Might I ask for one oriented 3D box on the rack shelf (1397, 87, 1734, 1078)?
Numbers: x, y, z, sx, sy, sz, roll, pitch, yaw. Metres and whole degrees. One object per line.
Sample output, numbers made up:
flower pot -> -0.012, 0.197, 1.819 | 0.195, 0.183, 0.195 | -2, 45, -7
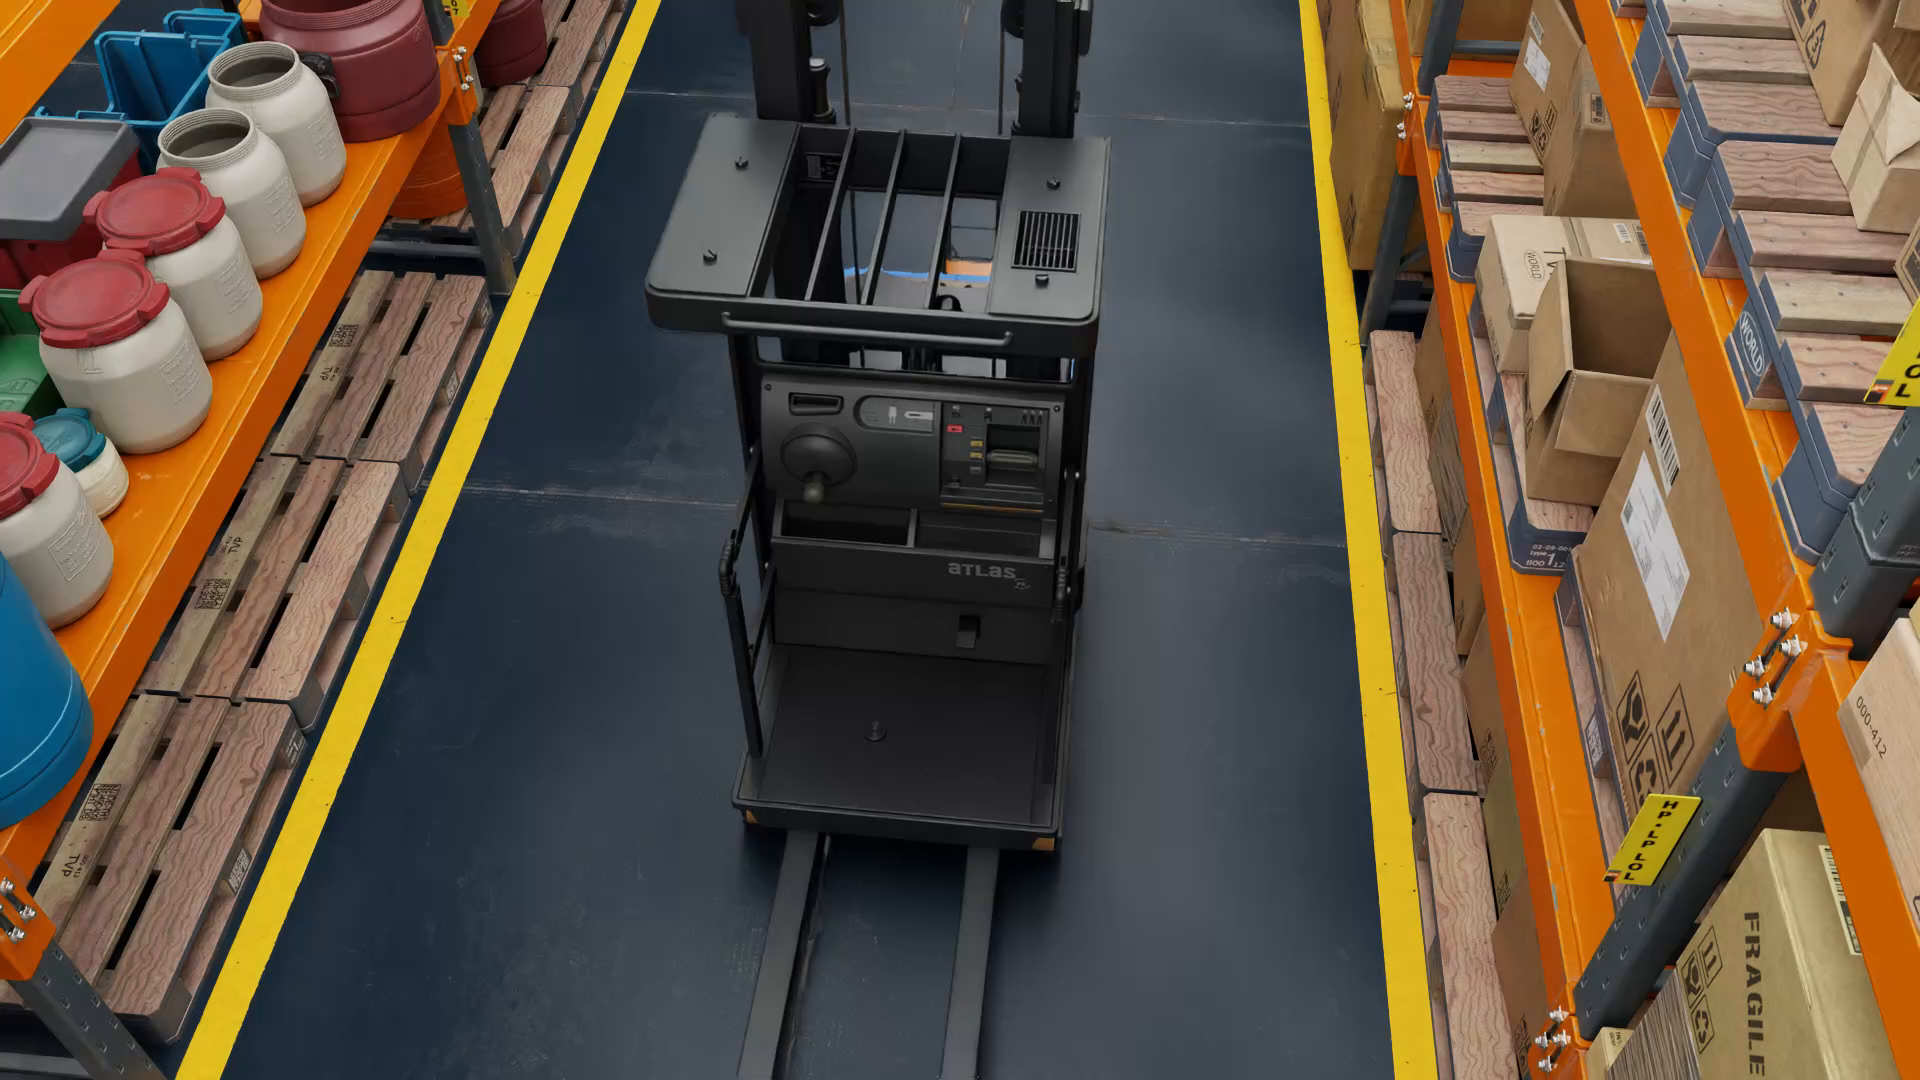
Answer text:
rack shelf -> 2.144, -0.186, 5.401 | 1.077, 0.370, 4.000 | 4, 48, 4

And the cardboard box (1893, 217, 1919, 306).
cardboard box -> 2.104, -0.487, 2.801 | 0.797, 0.503, 0.637 | 2, 48, 2

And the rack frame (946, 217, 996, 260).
rack frame -> 0.066, -0.847, 6.738 | 0.240, 1.200, 0.006 | 5, 48, 4

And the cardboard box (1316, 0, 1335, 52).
cardboard box -> 2.572, -3.134, 8.765 | 1.225, 0.875, 0.875 | 2, 48, 2

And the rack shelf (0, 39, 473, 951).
rack shelf -> -2.788, -0.519, 5.706 | 1.077, 0.370, 4.000 | 4, 48, 4

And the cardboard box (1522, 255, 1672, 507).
cardboard box -> 2.028, -0.416, 4.769 | 0.797, 0.503, 0.637 | 8, 48, 8

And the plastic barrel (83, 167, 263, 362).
plastic barrel -> -2.558, -0.884, 5.459 | 0.433, 0.535, 0.433 | 0, 48, 0

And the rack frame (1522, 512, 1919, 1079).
rack frame -> 1.962, 1.041, 3.791 | 1.000, 3.000, 0.127 | 4, 48, 4

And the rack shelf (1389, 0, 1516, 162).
rack shelf -> 2.509, -3.126, 8.089 | 1.077, 0.370, 4.000 | 4, 48, 4

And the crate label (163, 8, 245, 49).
crate label -> -3.017, -1.891, 6.586 | 0.303, 0.233, 0.416 | 4, 48, 4

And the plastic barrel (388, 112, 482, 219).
plastic barrel -> -2.578, -2.002, 7.760 | 0.600, 0.830, 0.708 | 4, 48, 4

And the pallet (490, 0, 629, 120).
pallet -> -2.461, -2.767, 9.164 | 1.003, 0.211, 1.213 | 4, 48, 4

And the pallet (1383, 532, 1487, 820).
pallet -> 2.140, 0.510, 6.166 | 1.003, 0.211, 1.213 | 4, 48, 4

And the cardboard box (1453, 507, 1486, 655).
cardboard box -> 2.203, 0.116, 6.033 | 0.700, 0.500, 0.500 | 7, 48, 7

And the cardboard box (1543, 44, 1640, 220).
cardboard box -> 2.366, -1.258, 5.541 | 0.700, 0.500, 0.500 | 10, 48, 9

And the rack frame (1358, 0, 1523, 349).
rack frame -> 2.327, -1.899, 6.480 | 1.000, 3.000, 0.127 | 4, 48, 4

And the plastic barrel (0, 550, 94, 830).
plastic barrel -> -2.633, 0.275, 4.152 | 0.600, 0.901, 0.708 | 4, 48, 4

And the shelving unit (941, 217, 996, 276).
shelving unit -> 0.056, -0.780, 6.676 | 0.258, 1.200, 0.189 | 5, 48, 4

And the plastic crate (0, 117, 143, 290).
plastic crate -> -3.058, -1.087, 5.694 | 0.402, 0.464, 0.583 | 4, 48, 4

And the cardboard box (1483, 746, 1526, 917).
cardboard box -> 2.102, 0.937, 5.282 | 0.700, 0.500, 0.500 | 4, 48, 3

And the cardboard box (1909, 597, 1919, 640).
cardboard box -> 1.626, 0.162, 2.393 | 0.380, 0.149, 0.250 | 3, 48, 2

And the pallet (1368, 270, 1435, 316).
pallet -> 2.474, -1.532, 8.034 | 1.003, 0.211, 1.213 | 4, 48, 4

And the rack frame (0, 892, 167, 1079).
rack frame -> -2.967, 0.708, 4.096 | 0.949, 2.616, 0.053 | 4, 48, 4

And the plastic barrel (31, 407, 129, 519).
plastic barrel -> -2.697, -0.208, 5.027 | 0.301, 0.262, 0.301 | 0, 48, 0

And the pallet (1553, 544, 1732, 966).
pallet -> 2.177, 0.553, 4.367 | 1.003, 0.211, 1.213 | 4, 48, 4

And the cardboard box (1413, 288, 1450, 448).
cardboard box -> 2.286, -0.710, 6.788 | 0.700, 0.500, 0.500 | 2, 48, 1

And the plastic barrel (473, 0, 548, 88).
plastic barrel -> -2.475, -2.750, 8.608 | 0.600, 0.588, 0.708 | 4, 48, 4

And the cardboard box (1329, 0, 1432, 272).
cardboard box -> 2.410, -1.829, 7.571 | 1.225, 0.875, 0.875 | 2, 48, 2

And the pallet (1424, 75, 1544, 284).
pallet -> 2.368, -1.303, 6.065 | 1.213, 0.211, 1.003 | 4, 48, 4

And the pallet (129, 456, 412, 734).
pallet -> -2.829, 0.170, 6.477 | 1.003, 0.211, 1.213 | 4, 48, 4

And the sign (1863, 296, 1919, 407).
sign -> 1.409, -0.314, 2.380 | 0.100, 0.325, 0.005 | 4, 48, 4

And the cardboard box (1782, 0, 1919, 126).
cardboard box -> 2.189, -1.180, 3.435 | 0.797, 0.503, 0.637 | 6, 48, 5

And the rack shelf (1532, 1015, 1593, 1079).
rack shelf -> 1.780, 2.753, 2.713 | 1.077, 0.370, 4.000 | 4, 48, 4

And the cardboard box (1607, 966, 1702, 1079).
cardboard box -> 1.860, 1.233, 3.346 | 0.875, 0.500, 0.500 | 4, 48, 4

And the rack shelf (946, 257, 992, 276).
rack shelf -> 0.056, -0.993, 6.443 | 0.258, 0.103, 0.180 | 5, 48, 4

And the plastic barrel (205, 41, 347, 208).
plastic barrel -> -2.487, -1.499, 6.039 | 0.421, 0.512, 0.421 | 0, 48, 0

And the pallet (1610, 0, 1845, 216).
pallet -> 2.216, -1.117, 3.860 | 1.213, 0.211, 1.003 | 4, 48, 4

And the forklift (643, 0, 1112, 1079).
forklift -> -0.170, -0.185, 4.959 | 1.130, 2.935, 3.031 | 5, 48, 4
